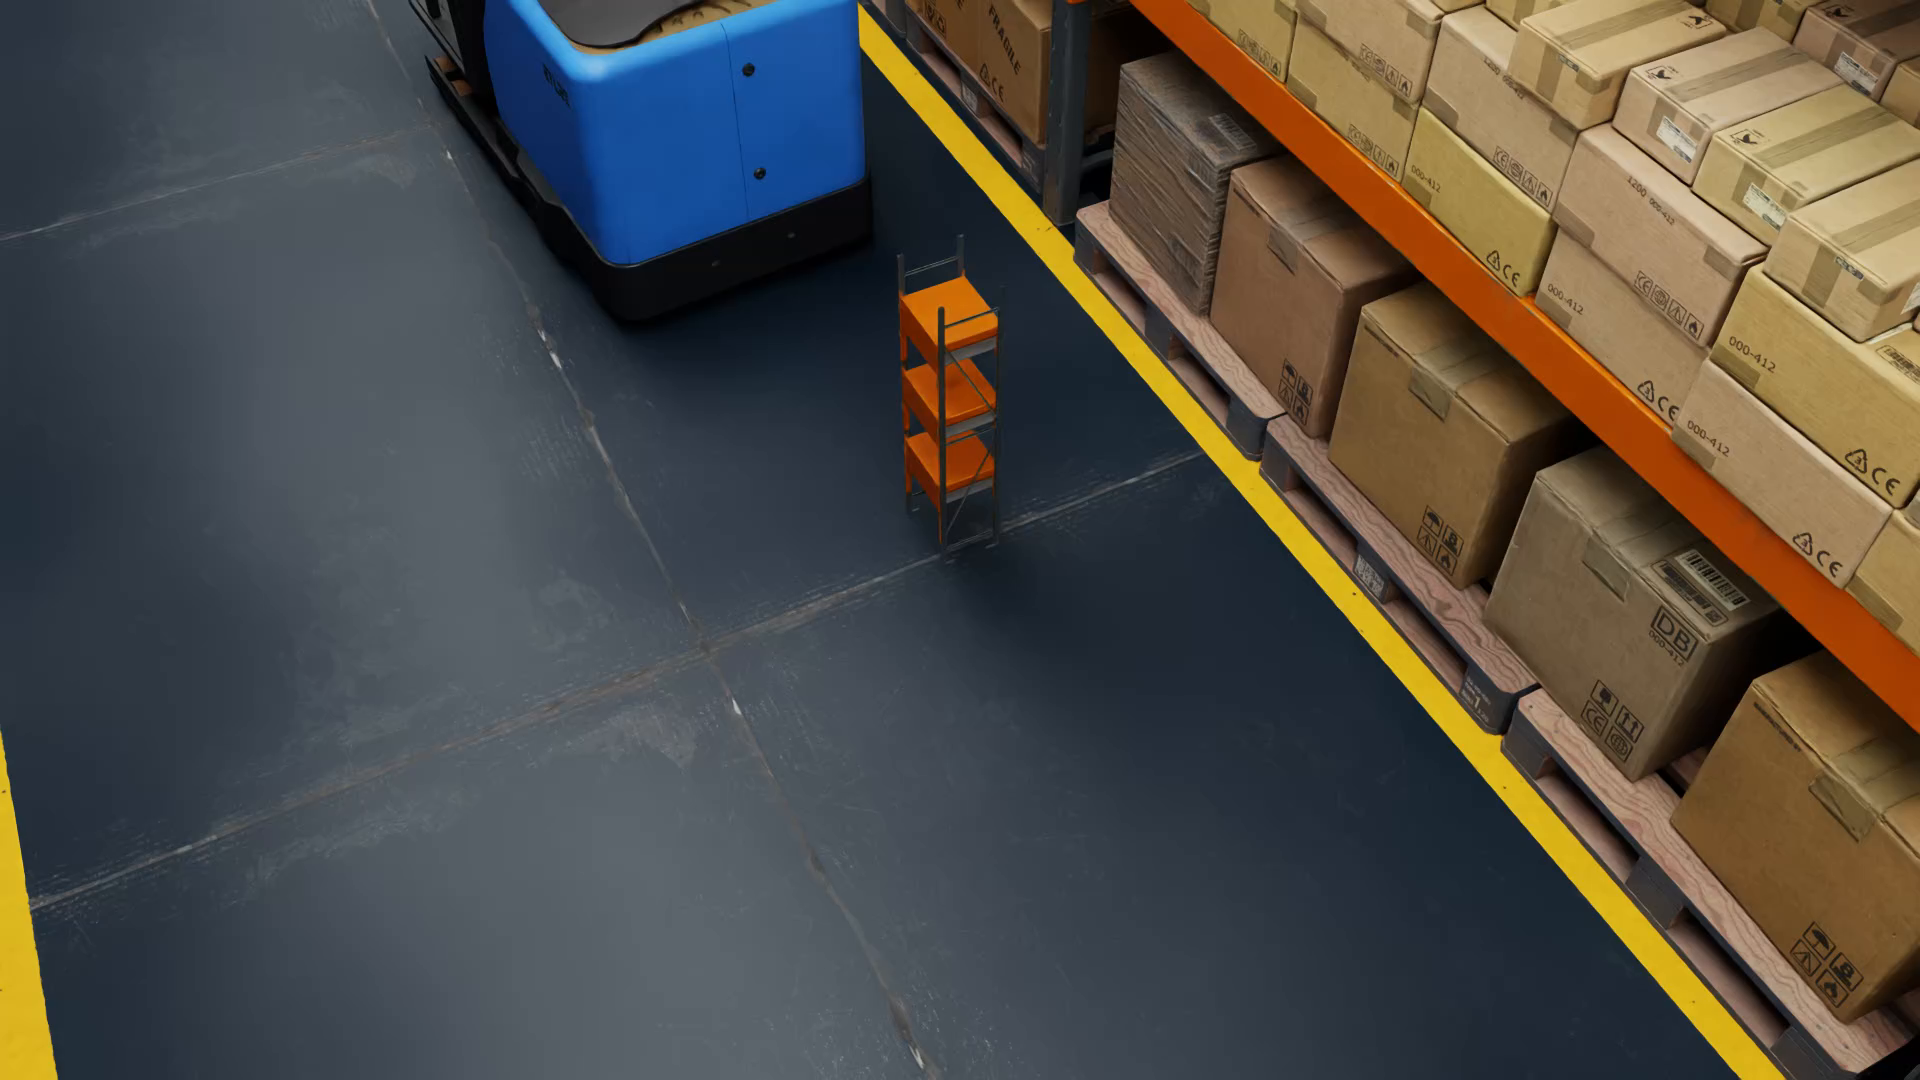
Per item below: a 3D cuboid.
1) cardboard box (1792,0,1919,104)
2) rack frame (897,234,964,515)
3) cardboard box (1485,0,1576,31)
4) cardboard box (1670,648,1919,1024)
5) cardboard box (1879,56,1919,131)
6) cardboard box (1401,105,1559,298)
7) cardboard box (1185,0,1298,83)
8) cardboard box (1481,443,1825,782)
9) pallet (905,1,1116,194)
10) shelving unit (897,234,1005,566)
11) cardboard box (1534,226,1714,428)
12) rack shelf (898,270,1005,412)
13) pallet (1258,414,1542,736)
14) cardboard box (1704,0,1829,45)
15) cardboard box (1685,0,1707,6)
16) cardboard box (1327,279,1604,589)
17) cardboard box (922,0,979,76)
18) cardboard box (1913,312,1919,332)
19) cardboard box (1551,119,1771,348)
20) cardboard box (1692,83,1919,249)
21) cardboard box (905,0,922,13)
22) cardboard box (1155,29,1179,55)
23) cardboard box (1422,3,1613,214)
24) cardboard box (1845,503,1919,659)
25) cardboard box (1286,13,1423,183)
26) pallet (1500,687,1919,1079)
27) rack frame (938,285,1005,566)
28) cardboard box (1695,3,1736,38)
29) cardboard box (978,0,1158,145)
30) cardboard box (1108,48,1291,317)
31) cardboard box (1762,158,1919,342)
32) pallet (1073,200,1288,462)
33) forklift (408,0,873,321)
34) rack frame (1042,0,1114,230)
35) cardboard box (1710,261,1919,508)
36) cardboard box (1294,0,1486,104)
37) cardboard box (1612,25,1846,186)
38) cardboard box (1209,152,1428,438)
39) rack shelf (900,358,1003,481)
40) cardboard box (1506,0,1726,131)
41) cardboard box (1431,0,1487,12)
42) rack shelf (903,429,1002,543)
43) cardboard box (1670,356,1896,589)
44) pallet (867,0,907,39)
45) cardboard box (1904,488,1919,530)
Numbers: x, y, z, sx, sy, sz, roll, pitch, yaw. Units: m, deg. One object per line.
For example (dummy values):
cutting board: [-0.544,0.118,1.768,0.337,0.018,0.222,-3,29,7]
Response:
cardboard box: [2.109,-1.122,3.742,0.380,0.149,0.250,-22,52,-18]
rack frame: [-0.080,-0.463,4.958,0.200,1.050,0.008,-21,52,-18]
cardboard box: [1.474,-1.303,3.900,0.380,0.149,0.250,-21,52,-18]
cardboard box: [2.367,0.603,4.029,0.875,0.625,0.625,-19,52,-16]
cardboard box: [2.230,-0.955,3.595,0.380,0.149,0.250,-21,52,-18]
cardboard box: [1.475,-0.914,4.156,0.500,0.250,0.500,-20,52,-16]
cardboard box: [0.997,-1.604,4.759,0.500,0.250,0.500,-22,52,-18]
cardboard box: [2.019,0.081,4.485,0.875,0.625,0.625,-22,52,-18]
pallet: [0.478,-1.967,6.830,1.003,0.211,1.213,-21,52,-18]
shelving unit: [-0.025,-0.381,4.886,0.215,1.050,0.252,-21,52,-18]
cardboard box: [1.718,-0.571,3.856,0.500,0.250,0.500,-21,52,-17]
rack shelf: [-0.025,-0.561,4.680,0.215,0.259,0.240,-21,52,-18]
pallet: [1.682,-0.075,5.175,1.003,0.211,1.213,-21,52,-18]
cardboard box: [1.990,-1.287,3.886,0.380,0.149,0.250,-21,52,-17]
cardboard box: [1.834,-1.450,4.028,0.380,0.149,0.250,-20,52,-17]
cardboard box: [1.673,-0.422,4.925,0.875,0.625,0.625,-23,53,-19]
cardboard box: [0.181,-2.235,6.594,0.500,0.500,0.500,-22,52,-18]
cardboard box: [2.063,-0.442,3.147,0.380,0.149,0.250,-21,52,-18]
cardboard box: [1.693,-0.737,3.669,0.500,0.250,0.500,-20,52,-17]
cardboard box: [1.760,-0.770,3.433,0.380,0.149,0.250,-22,52,-18]
cardboard box: [-0.061,-2.585,6.900,0.500,0.500,0.500,-19,52,-16]
cardboard box: [0.842,-2.066,6.446,0.500,0.500,0.500,-19,52,-16]
cardboard box: [1.479,-1.081,3.971,0.500,0.250,0.500,-20,52,-17]
cardboard box: [2.153,0.107,3.263,0.500,0.250,0.500,-20,52,-17]
cardboard box: [1.239,-1.261,4.460,0.500,0.250,0.500,-23,53,-19]
pallet: [2.244,0.743,4.460,1.003,0.211,1.213,-21,52,-18]
rack frame: [0.031,-0.300,4.815,0.200,1.050,0.008,-21,52,-18]
cardboard box: [1.924,-1.266,4.132,0.500,0.250,0.500,-22,52,-18]
cardboard box: [0.401,-1.897,6.298,0.500,0.500,0.500,-20,52,-16]
cardboard box: [1.059,-1.307,5.699,0.875,0.625,0.625,-20,52,-16]
cardboard box: [1.825,-0.573,3.261,0.380,0.149,0.250,-23,53,-19]
pallet: [1.128,-0.890,5.888,1.003,0.211,1.213,-21,52,-18]
forklift: [-1.520,-2.833,5.781,1.130,2.935,3.031,-25,53,-20]
rack frame: [0.786,-2.373,5.332,1.000,3.000,0.127,-21,52,-18]
cardboard box: [1.922,-0.393,3.368,0.500,0.250,0.500,-22,53,-18]
cardboard box: [1.223,-1.415,4.262,0.500,0.250,0.500,-22,53,-18]
cardboard box: [1.651,-0.939,3.581,0.380,0.149,0.250,-21,52,-17]
cardboard box: [1.365,-0.872,5.319,0.875,0.625,0.625,-20,52,-16]
rack shelf: [-0.025,-0.374,4.894,0.215,0.259,0.240,-21,52,-18]
cardboard box: [1.461,-1.090,3.713,0.380,0.149,0.250,-22,53,-18]
cardboard box: [1.269,-1.444,4.023,0.380,0.149,0.250,-20,52,-17]
rack shelf: [-0.024,-0.191,5.103,0.215,0.259,0.240,-21,52,-18]
cardboard box: [1.918,-0.228,3.556,0.500,0.250,0.500,-21,52,-18]
pallet: [-0.077,-2.783,7.544,1.003,0.211,1.213,-21,52,-18]
cardboard box: [2.164,-0.051,3.070,0.500,0.250,0.500,-22,52,-18]
